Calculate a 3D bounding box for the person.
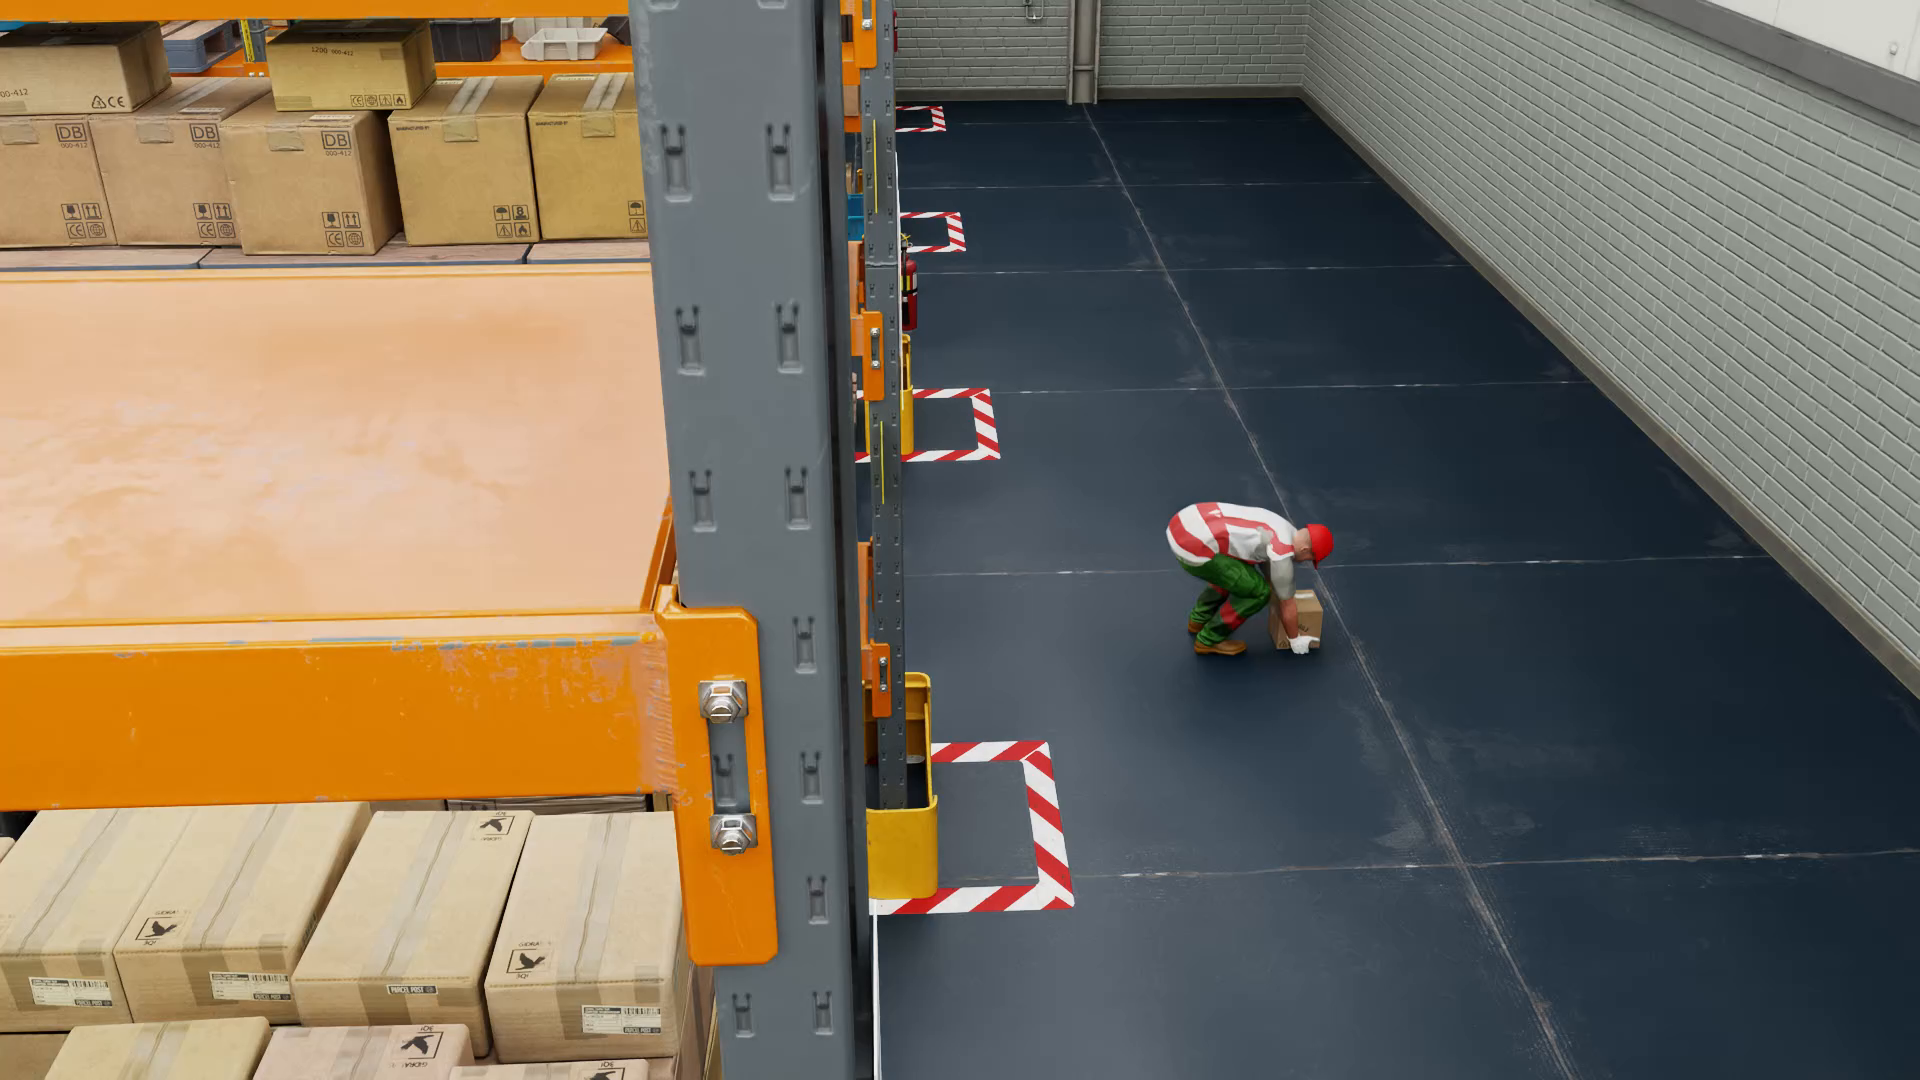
[{"bbox_3d":[1.659,0.204,9.580,0.962,0.894,0.536,-2,27,-5],"label":"person"}]
